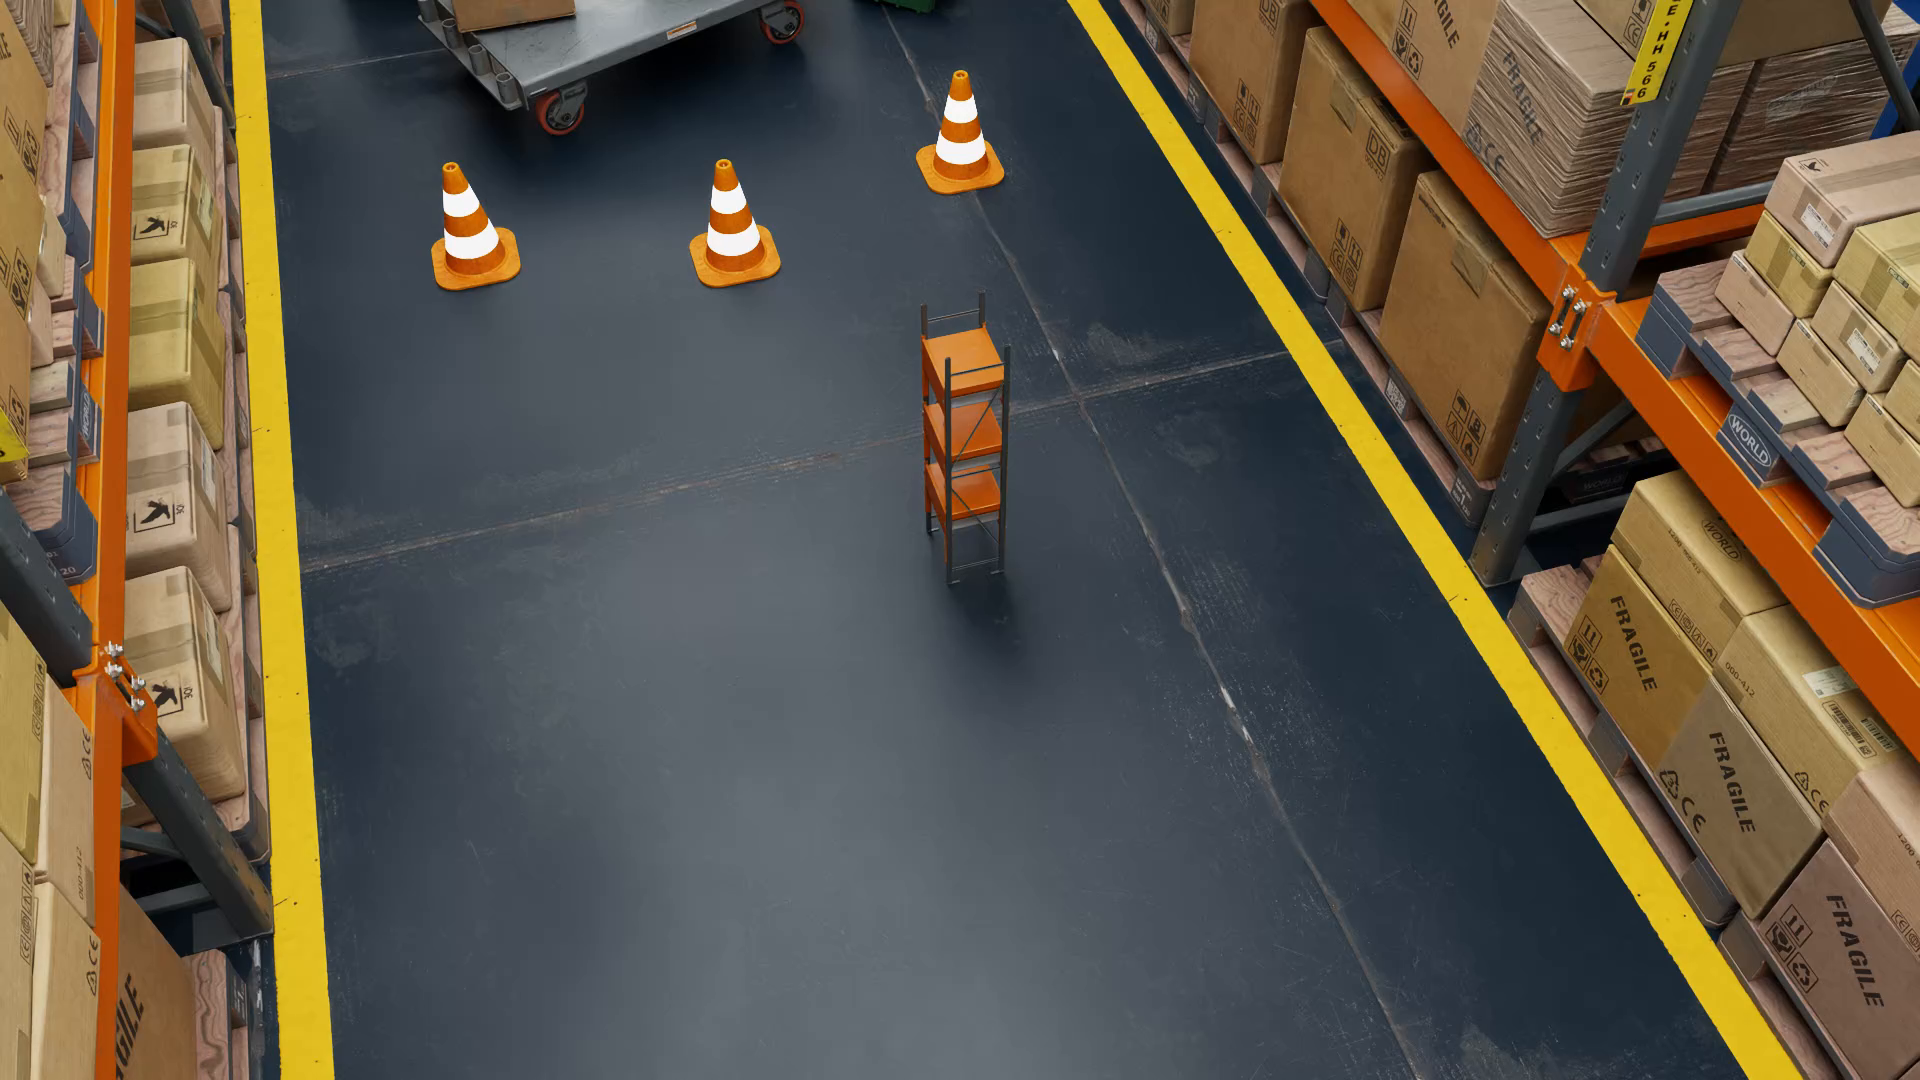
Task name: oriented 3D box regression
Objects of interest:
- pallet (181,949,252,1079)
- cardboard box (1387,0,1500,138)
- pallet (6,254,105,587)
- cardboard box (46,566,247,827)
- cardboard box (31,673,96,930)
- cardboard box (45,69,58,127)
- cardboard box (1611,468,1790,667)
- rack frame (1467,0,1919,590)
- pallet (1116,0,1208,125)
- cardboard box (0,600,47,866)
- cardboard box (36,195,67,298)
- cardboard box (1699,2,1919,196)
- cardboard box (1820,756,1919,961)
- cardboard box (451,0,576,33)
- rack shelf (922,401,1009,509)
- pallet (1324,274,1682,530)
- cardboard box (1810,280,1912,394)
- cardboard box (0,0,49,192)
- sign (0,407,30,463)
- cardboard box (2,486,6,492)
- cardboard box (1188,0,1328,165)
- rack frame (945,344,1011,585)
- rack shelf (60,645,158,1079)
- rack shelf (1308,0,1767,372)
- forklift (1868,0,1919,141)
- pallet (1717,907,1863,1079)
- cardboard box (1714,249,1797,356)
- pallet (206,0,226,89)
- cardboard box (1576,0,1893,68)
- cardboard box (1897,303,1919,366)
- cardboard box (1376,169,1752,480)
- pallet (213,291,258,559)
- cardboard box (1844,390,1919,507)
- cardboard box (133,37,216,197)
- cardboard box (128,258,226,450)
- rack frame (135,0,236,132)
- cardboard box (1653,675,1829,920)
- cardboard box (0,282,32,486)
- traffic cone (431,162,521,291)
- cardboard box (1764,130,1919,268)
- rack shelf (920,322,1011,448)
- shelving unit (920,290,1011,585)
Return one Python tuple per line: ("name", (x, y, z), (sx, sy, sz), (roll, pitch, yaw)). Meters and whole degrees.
("pallet", (-2.309, 1.728, 4.155), (1.003, 0.211, 1.213), (-13, 51, -11))
("cardboard box", (1.693, -1.621, 5.090), (0.500, 0.500, 0.500), (-13, 51, -11))
("pallet", (-2.783, -0.198, 4.080), (1.213, 0.211, 1.003), (-13, 51, -11))
("cardboard box", (-2.628, 0.533, 4.782), (0.950, 0.372, 0.625), (-16, 52, -13))
("cardboard box", (-2.073, 0.596, 3.384), (0.500, 0.250, 0.500), (-15, 51, -12))
("cardboard box", (-2.820, -1.288, 4.764), (0.380, 0.149, 0.250), (-12, 51, -10))
("cardboard box", (2.201, 0.031, 4.632), (0.500, 0.250, 0.500), (-15, 52, -13))
("rack frame", (2.228, -0.956, 4.594), (1.000, 3.000, 0.127), (-13, 51, -11))
("pallet", (1.346, -2.432, 7.663), (1.003, 0.211, 1.213), (-13, 51, -11))
("cardboard box", (-2.084, 0.420, 3.205), (0.500, 0.250, 0.500), (-13, 51, -11))
("cardboard box", (-2.539, -0.727, 4.291), (0.380, 0.149, 0.250), (-13, 51, -11))
("cardboard box", (2.354, -1.377, 4.884), (0.500, 0.500, 0.500), (-13, 51, -11))
("cardboard box", (2.485, 0.765, 4.013), (0.500, 0.250, 0.500), (-13, 51, -11))
("cardboard box", (-1.962, -2.548, 7.075), (0.500, 0.500, 0.500), (-13, 51, -11))
("rack shelf", (0.016, -0.292, 5.324), (0.215, 0.259, 0.240), (-13, 51, -11))
("pallet", (2.067, -0.650, 6.160), (1.003, 0.211, 1.213), (-13, 51, -11))
("cardboard box", (2.262, -0.510, 3.914), (0.380, 0.149, 0.250), (-11, 51, -9))
("cardboard box", (-2.707, -1.173, 4.242), (0.500, 0.500, 0.500), (-13, 51, -10))
("sign", (-1.941, -0.264, 3.254), (0.100, 0.325, 0.005), (-13, 51, -11))
("cardboard box", (-2.389, -0.097, 3.760), (0.380, 0.149, 0.250), (-16, 52, -13))
("cardboard box", (1.597, -2.150, 6.797), (1.050, 0.750, 0.750), (-13, 51, -11))
("rack frame", (0.052, -0.210, 5.241), (0.200, 1.050, 0.008), (-13, 51, -11))
("rack shelf", (-1.879, 1.929, 2.632), (1.077, 0.370, 4.000), (-13, 51, -11))
("rack shelf", (1.637, -2.185, 6.101), (1.077, 0.370, 4.000), (-13, 51, -11))
("forklift", (4.213, -3.205, 6.535), (1.130, 2.935, 3.031), (1, 50, 1))
("pallet", (2.815, 1.403, 4.429), (1.003, 0.211, 1.213), (-13, 51, -11))
("cardboard box", (2.168, -0.638, 4.216), (0.380, 0.149, 0.250), (-14, 51, -11))
("pallet", (-3.886, -2.268, 7.524), (1.003, 0.211, 1.213), (-13, 51, -11))
("cardboard box", (2.105, -1.641, 4.452), (0.700, 0.500, 0.500), (-14, 51, -11))
("cardboard box", (2.330, -0.445, 3.664), (0.380, 0.149, 0.250), (-14, 51, -11))
("cardboard box", (2.134, -0.832, 5.686), (1.050, 0.750, 0.750), (-14, 51, -11))
("pallet", (-3.057, -0.325, 5.886), (1.003, 0.211, 1.213), (-13, 51, -11))
("cardboard box", (2.327, -0.245, 3.885), (0.380, 0.149, 0.250), (-11, 51, -9))
("cardboard box", (-3.496, -1.591, 6.573), (0.950, 0.372, 0.625), (-13, 51, -11))
("cardboard box", (-3.073, -0.559, 5.703), (0.950, 0.372, 0.625), (-12, 51, -10))
("rack frame", (-3.653, -2.685, 6.051), (1.000, 3.000, 0.127), (-13, 51, -11))
("cardboard box", (2.346, 0.655, 4.596), (0.500, 0.500, 0.500), (-13, 51, -11))
("cardboard box", (-2.382, -0.408, 3.597), (0.500, 0.500, 0.500), (-15, 51, -12))
("traffic cone", (-1.949, -1.278, 6.525), (0.336, 0.463, 0.334), (-13, 51, -11))
("cardboard box", (2.181, -0.818, 3.978), (0.380, 0.149, 0.250), (-13, 51, -11))
("rack shelf", (0.016, -0.475, 5.107), (0.215, 0.259, 0.240), (-13, 51, -11))
("shelving unit", (0.016, -0.299, 5.316), (0.215, 1.050, 0.252), (-13, 51, -11))
